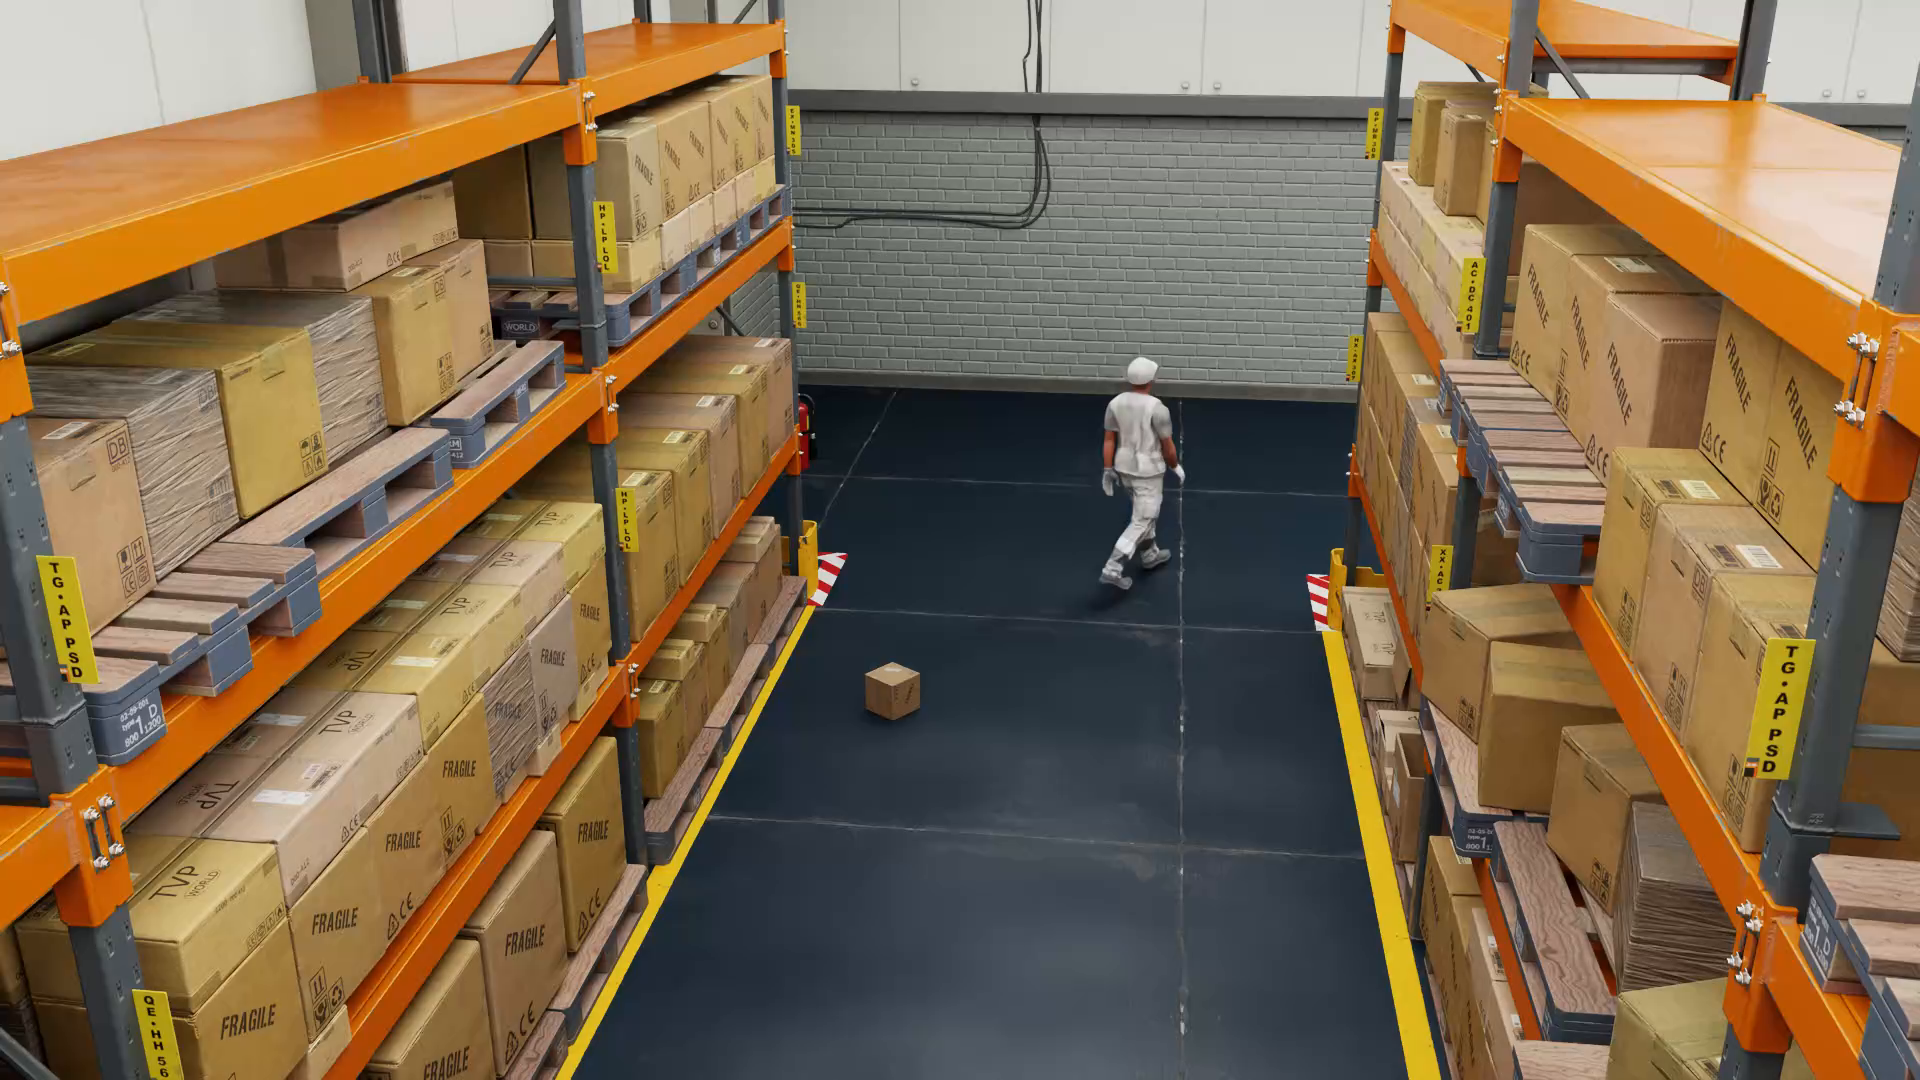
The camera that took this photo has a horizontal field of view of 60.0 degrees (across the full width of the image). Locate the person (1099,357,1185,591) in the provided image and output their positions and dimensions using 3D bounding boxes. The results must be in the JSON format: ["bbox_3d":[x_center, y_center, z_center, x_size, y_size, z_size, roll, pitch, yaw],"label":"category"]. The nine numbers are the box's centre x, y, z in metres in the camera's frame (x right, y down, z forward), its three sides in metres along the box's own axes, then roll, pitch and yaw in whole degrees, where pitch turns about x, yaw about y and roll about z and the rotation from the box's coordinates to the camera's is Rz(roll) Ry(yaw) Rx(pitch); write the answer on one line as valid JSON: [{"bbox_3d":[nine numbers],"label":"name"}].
[{"bbox_3d":[1.340,-0.512,12.377,1.034,1.747,0.511,-19,28,-40],"label":"person"}]
